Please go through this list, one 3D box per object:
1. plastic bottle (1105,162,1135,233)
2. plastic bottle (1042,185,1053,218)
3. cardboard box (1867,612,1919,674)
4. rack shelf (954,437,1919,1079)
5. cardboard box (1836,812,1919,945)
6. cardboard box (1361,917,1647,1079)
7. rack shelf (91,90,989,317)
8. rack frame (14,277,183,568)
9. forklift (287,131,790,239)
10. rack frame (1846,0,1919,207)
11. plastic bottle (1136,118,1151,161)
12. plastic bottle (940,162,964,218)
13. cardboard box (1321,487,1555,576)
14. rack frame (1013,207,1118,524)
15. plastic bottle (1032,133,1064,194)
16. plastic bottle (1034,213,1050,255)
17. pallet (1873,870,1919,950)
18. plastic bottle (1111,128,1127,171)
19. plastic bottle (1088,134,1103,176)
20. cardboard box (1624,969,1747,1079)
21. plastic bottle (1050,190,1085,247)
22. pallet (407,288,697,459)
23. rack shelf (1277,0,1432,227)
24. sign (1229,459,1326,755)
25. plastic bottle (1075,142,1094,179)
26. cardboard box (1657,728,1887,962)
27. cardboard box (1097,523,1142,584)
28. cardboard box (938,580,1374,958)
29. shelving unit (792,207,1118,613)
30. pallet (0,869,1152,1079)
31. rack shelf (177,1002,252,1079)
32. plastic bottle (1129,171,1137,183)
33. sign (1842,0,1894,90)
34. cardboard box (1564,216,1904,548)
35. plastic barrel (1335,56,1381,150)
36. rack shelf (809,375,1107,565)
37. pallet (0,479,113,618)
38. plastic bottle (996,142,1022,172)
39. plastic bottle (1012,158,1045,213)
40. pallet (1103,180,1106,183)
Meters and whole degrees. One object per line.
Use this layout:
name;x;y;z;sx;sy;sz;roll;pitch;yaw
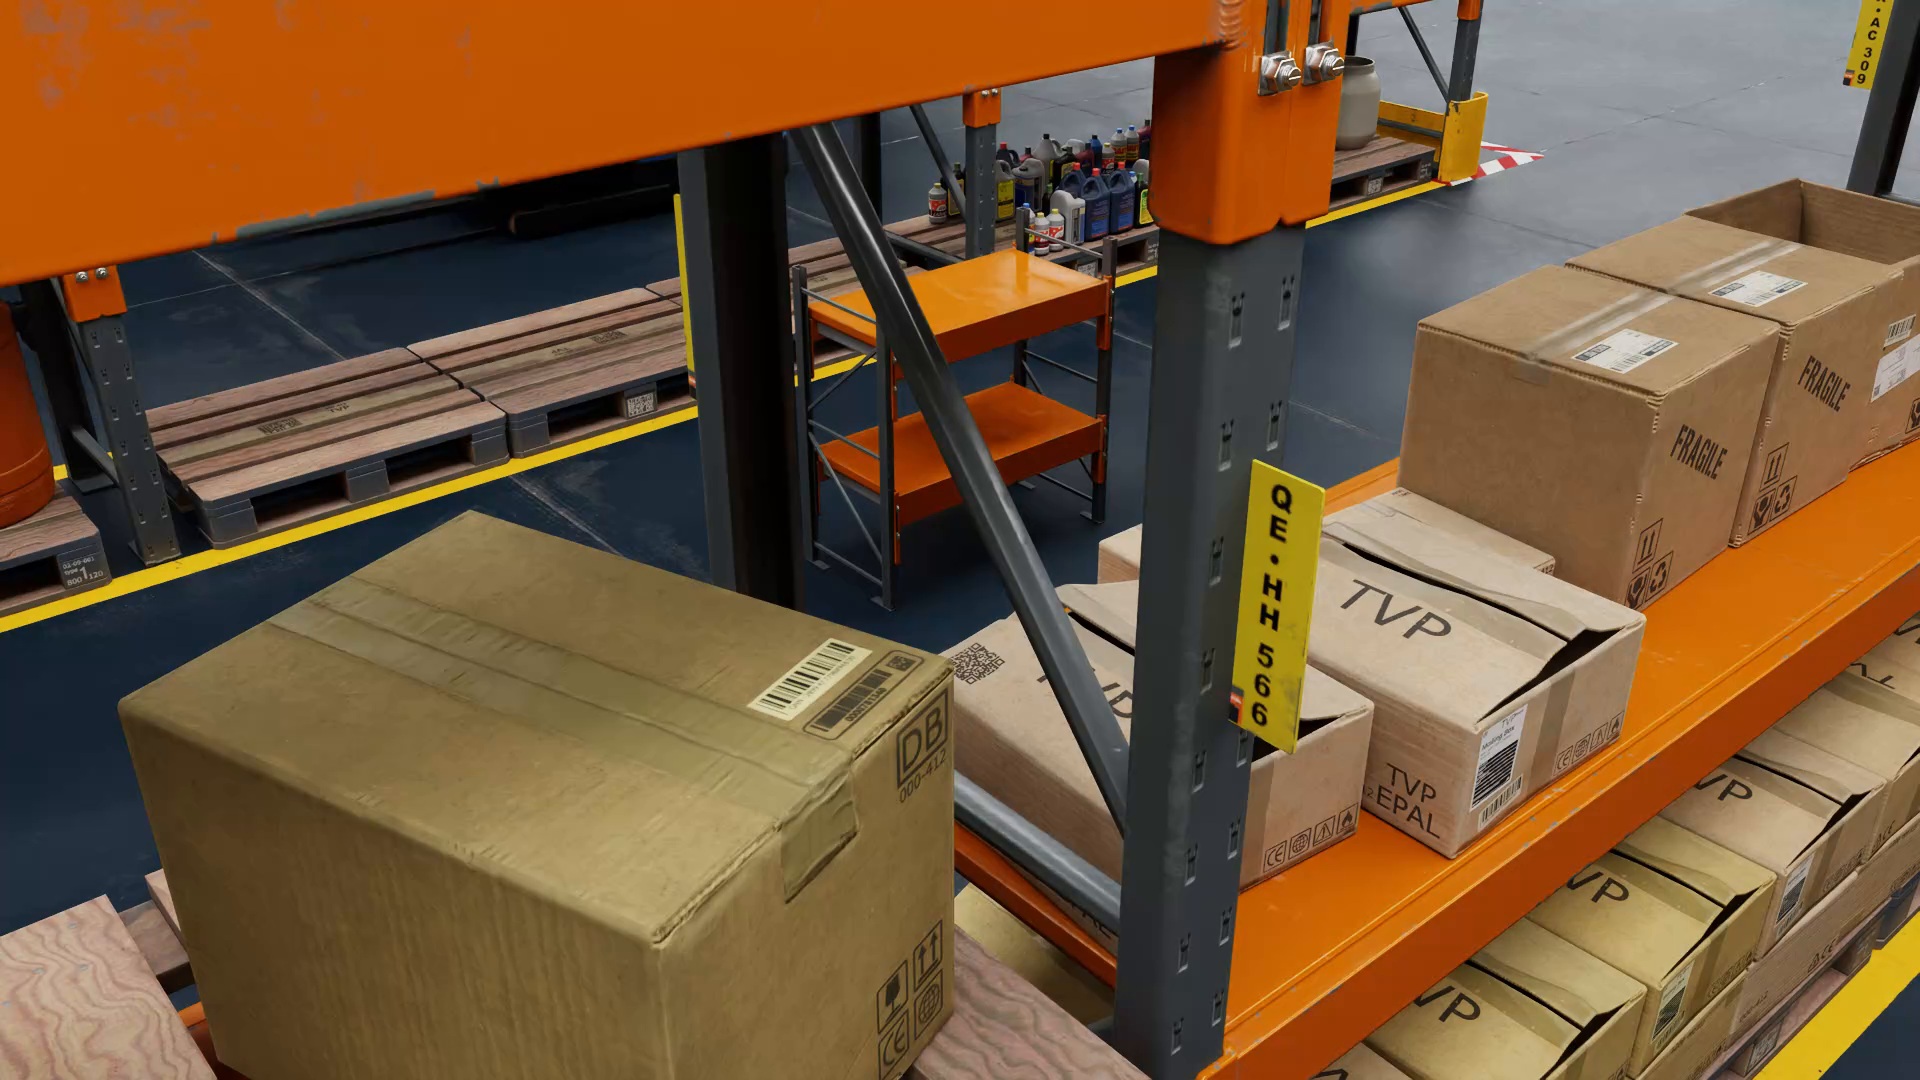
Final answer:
plastic bottle;0.833;-1.823;8.823;0.185;0.351;0.144;-24;36;-37
plastic bottle;0.491;-1.725;8.710;0.133;0.283;0.061;-22;35;-35
cardboard box;2.504;0.304;4.375;0.500;0.311;0.500;-21;34;-34
rack shelf;1.496;0.065;3.709;4.000;0.370;1.077;-22;35;-35
cardboard box;2.116;0.705;4.220;0.500;0.250;0.500;-21;35;-34
cardboard box;0.958;0.921;3.221;0.500;0.311;0.500;-23;36;-36
rack shelf;-1.716;-1.712;7.035;4.000;0.370;1.077;-22;35;-35
rack frame;-3.237;-1.418;5.721;0.127;3.000;1.000;-22;35;-35
forklift;-2.546;-3.280;9.278;3.031;2.935;1.130;-20;34;-32
rack frame;3.018;-0.864;4.685;0.127;3.000;1.000;-22;35;-35
plastic bottle;1.083;-2.356;9.890;0.133;0.283;0.061;-21;35;-34
plastic bottle;-0.042;-1.903;9.044;0.133;0.283;0.061;-20;34;-33
cardboard box;0.908;0.060;3.222;0.250;0.149;0.380;-19;34;-31
rack frame;0.382;-0.650;6.272;0.032;1.125;0.500;-22;35;-35
plastic bottle;0.500;-2.125;9.388;0.185;0.351;0.144;-22;35;-35
plastic bottle;0.410;-1.573;8.513;0.097;0.201;0.097;0;28;0
pallet;2.483;0.605;4.894;1.213;0.211;1.003;-22;35;-35
plastic bottle;0.930;-2.277;9.757;0.097;0.271;0.097;0;28;0
plastic bottle;0.776;-2.216;9.641;0.097;0.271;0.097;0;28;0
cardboard box;1.337;1.017;3.637;0.500;0.250;0.500;-23;36;-36
plastic bottle;0.561;-1.683;8.640;0.135;0.276;0.152;-20;34;-33
pallet;-1.695;-0.782;7.490;1.213;0.211;1.003;-22;35;-35
rack shelf;1.496;-1.258;3.002;4.000;0.370;1.077;-22;35;-35
sign;0.334;0.075;1.782;0.005;0.325;0.100;-22;35;-35
plastic bottle;0.696;-2.106;9.423;0.133;0.283;0.061;-22;35;-35
cardboard box;1.738;0.608;3.806;0.500;0.311;0.500;-22;35;-36
cardboard box;0.480;0.096;3.154;0.250;0.149;0.380;-22;35;-35
cardboard box;0.280;0.303;2.595;0.500;0.311;0.500;-19;34;-32
shelving unit;-0.005;-0.494;5.981;1.048;1.125;0.538;-22;35;-35
pallet;-0.495;0.677;2.005;1.003;0.211;1.213;-22;35;-35
rack shelf;-1.547;1.289;1.420;4.000;0.370;1.077;-22;35;-35
plastic bottle;0.920;-1.847;8.951;0.097;0.271;0.097;0;28;0
sign;2.656;-1.480;4.833;0.005;0.325;0.100;-22;35;-35
cardboard box;1.641;-0.365;3.644;0.500;0.500;0.500;-22;35;-35
plastic barrel;2.398;-2.724;10.359;0.421;0.512;0.421;0;28;0
rack shelf;-0.005;-0.278;6.096;1.000;0.278;0.538;-22;35;-35
pallet;-3.810;0.068;5.899;1.213;0.211;1.003;-22;35;-35
plastic bottle;0.255;-2.026;9.203;0.185;0.351;0.144;-24;36;-37
plastic bottle;0.370;-1.948;9.135;0.135;0.276;0.152;-22;35;-35
pallet;1.272;-1.977;9.726;1.213;0.211;1.003;-22;35;-35
